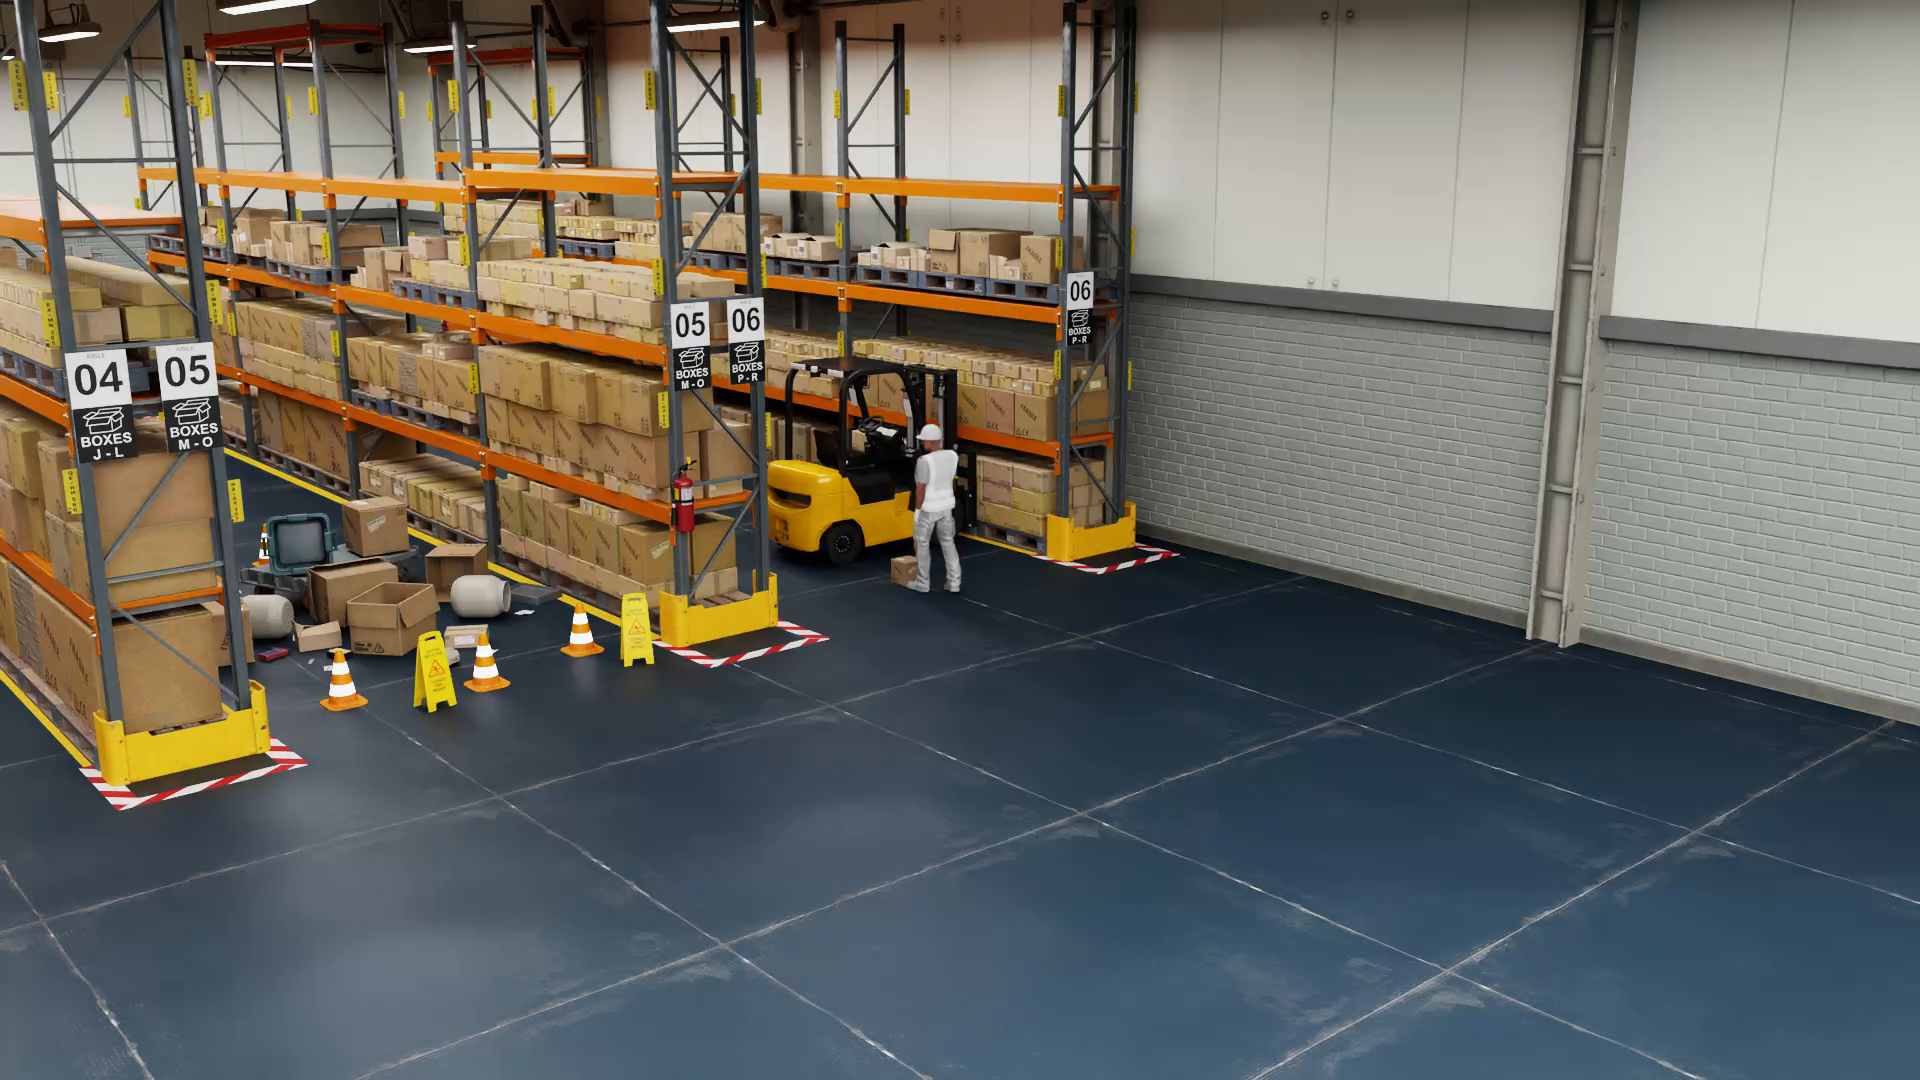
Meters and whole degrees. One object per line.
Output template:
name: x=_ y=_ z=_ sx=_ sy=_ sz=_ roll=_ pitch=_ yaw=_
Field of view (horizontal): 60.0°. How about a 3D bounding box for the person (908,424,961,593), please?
person: x=-0.286 y=-0.331 z=17.298 sx=0.562 sy=1.784 sz=0.532 roll=-11 pitch=18 yaw=-38
